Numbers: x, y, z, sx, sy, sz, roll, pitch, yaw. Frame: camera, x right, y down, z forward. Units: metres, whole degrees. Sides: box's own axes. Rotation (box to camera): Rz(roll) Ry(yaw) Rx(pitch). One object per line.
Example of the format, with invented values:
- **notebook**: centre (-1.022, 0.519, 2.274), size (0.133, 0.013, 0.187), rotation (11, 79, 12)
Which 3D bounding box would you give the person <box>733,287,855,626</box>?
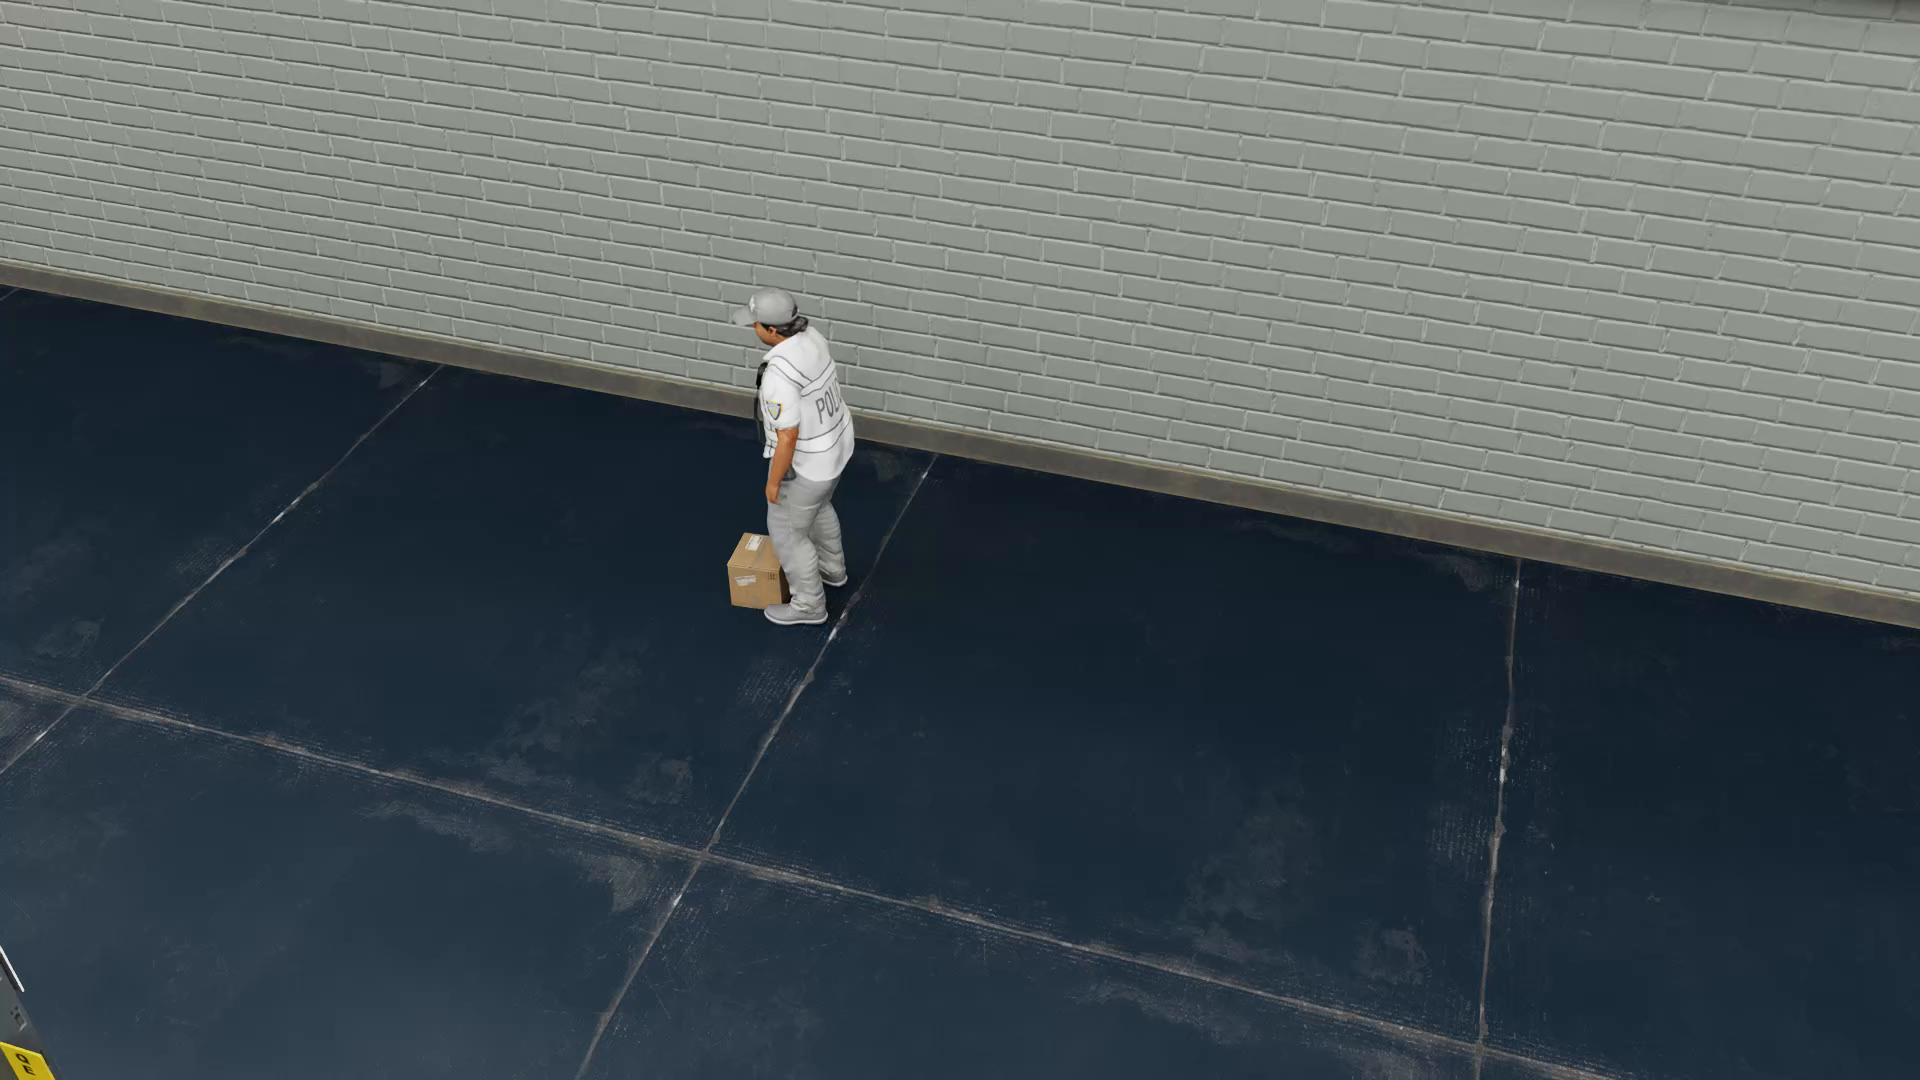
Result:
- **person**: centre (-0.724, -0.377, 7.379), size (0.452, 1.667, 0.539), rotation (11, 39, 14)
